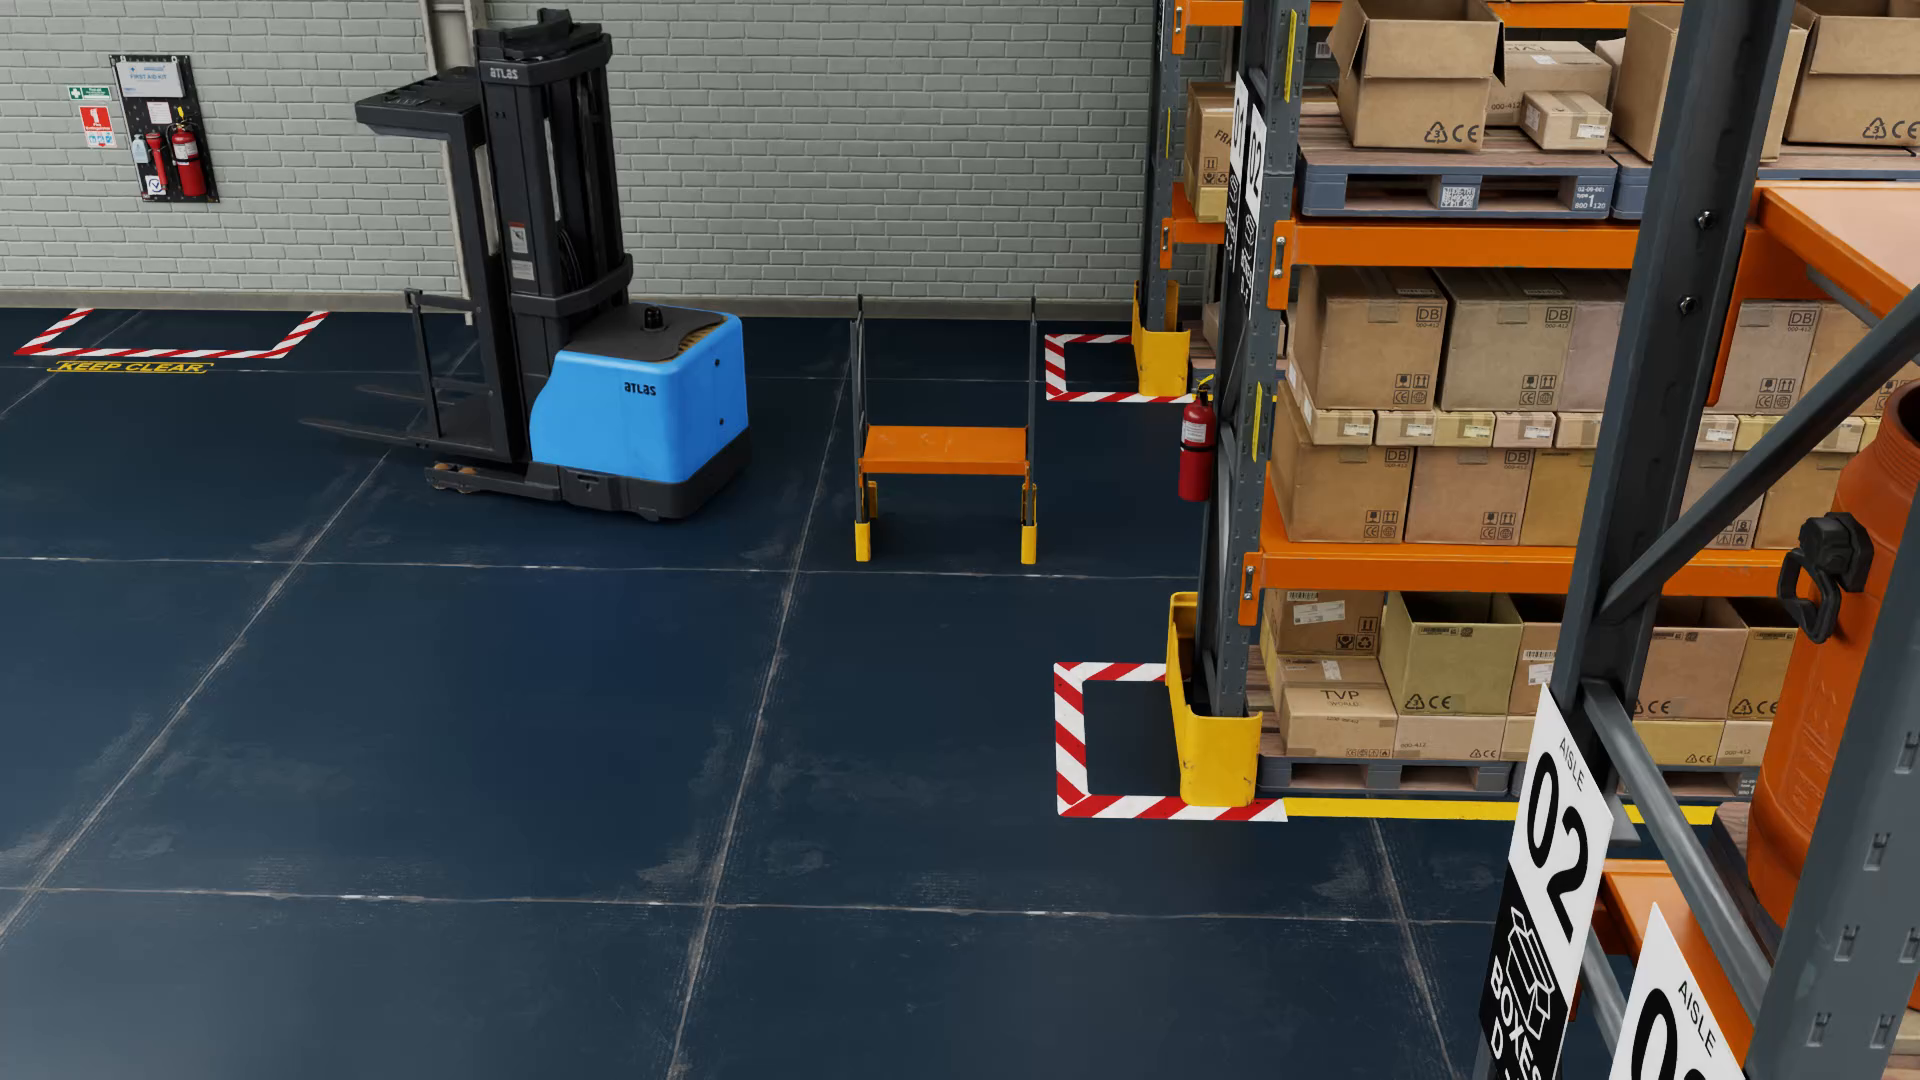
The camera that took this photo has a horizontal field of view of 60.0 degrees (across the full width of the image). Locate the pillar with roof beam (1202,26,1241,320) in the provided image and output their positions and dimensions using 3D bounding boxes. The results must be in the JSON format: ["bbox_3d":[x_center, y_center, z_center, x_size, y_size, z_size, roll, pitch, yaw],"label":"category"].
[{"bbox_3d":[2.019,-3.684,7.591,0.400,9.000,9.100,1,28,2],"label":"pillar with roof beam"}]

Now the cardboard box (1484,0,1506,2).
[{"bbox_3d":[3.357,-3.880,11.035,0.500,0.500,0.500,3,28,5],"label":"cardboard box"}]

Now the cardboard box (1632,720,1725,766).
[{"bbox_3d":[3.297,0.832,7.966,0.500,0.250,0.500,1,28,2],"label":"cardboard box"}]

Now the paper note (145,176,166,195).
[{"bbox_3d":[-6.468,-2.852,13.368,0.142,0.148,0.016,1,28,2],"label":"paper note"}]

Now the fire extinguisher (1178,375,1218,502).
[{"bbox_3d":[1.168,-0.521,8.114,0.183,0.674,0.296,1,28,2],"label":"fire extinguisher"}]

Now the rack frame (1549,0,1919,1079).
[{"bbox_3d":[1.091,-0.668,1.903,0.127,3.000,1.000,1,28,2],"label":"rack frame"}]

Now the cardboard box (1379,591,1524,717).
[{"bbox_3d":[2.298,0.482,7.825,0.500,0.500,0.500,1,28,2],"label":"cardboard box"}]

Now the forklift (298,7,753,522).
[{"bbox_3d":[-2.961,-1.817,10.548,3.031,2.935,1.130,9,29,17],"label":"forklift"}]

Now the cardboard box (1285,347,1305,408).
[{"bbox_3d":[1.658,-0.750,7.663,0.250,0.149,0.380,0,28,1],"label":"cardboard box"}]

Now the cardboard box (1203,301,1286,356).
[{"bbox_3d":[2.129,-1.608,12.481,0.500,0.311,0.500,-2,28,-4],"label":"cardboard box"}]

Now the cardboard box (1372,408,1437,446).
[{"bbox_3d":[1.918,-0.557,7.298,0.250,0.149,0.380,0,28,0],"label":"cardboard box"}]

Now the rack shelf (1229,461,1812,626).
[{"bbox_3d":[3.268,0.015,7.788,4.000,0.370,1.077,1,28,2],"label":"rack shelf"}]

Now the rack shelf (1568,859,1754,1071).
[{"bbox_3d":[3.090,1.008,2.712,4.000,0.370,1.077,1,28,2],"label":"rack shelf"}]

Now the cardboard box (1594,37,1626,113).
[{"bbox_3d":[2.986,-1.965,7.048,0.500,0.311,0.500,4,28,8],"label":"cardboard box"}]

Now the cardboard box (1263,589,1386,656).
[{"bbox_3d":[1.816,0.231,8.298,0.500,0.500,0.500,1,28,2],"label":"cardboard box"}]

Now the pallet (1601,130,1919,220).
[{"bbox_3d":[3.198,-1.580,6.919,1.213,0.211,1.003,1,28,2],"label":"pallet"}]

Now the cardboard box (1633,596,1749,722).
[{"bbox_3d":[3.297,0.501,7.789,0.500,0.500,0.500,1,28,2],"label":"cardboard box"}]

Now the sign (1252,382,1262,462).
[{"bbox_3d":[1.244,-0.494,6.970,0.005,0.325,0.100,1,28,2],"label":"sign"}]

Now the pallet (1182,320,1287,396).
[{"bbox_3d":[2.327,-1.392,12.650,1.213,0.211,1.003,1,28,2],"label":"pallet"}]

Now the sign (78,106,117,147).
[{"bbox_3d":[-6.843,-3.279,13.196,0.234,0.329,0.001,1,28,2],"label":"sign"}]

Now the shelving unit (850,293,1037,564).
[{"bbox_3d":[-0.076,-0.664,9.901,1.083,1.500,0.587,1,28,2],"label":"shelving unit"}]

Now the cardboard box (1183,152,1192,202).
[{"bbox_3d":[1.915,-2.681,12.243,0.500,0.250,0.500,1,28,3],"label":"cardboard box"}]

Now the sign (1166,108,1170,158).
[{"bbox_3d":[1.422,-2.783,11.374,0.005,0.325,0.100,1,28,2],"label":"sign"}]

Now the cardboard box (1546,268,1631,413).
[{"bbox_3d":[2.818,-0.925,7.300,0.500,0.500,0.700,1,28,2],"label":"cardboard box"}]

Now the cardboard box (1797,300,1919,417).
[{"bbox_3d":[3.818,-0.908,7.269,0.500,0.500,0.700,1,28,2],"label":"cardboard box"}]

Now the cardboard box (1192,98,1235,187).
[{"bbox_3d":[1.907,-2.780,11.630,0.500,0.500,0.500,1,28,2],"label":"cardboard box"}]

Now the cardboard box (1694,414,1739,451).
[{"bbox_3d":[3.190,-0.534,7.255,0.250,0.149,0.380,1,28,2],"label":"cardboard box"}]

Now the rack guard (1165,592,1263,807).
[{"bbox_3d":[1.246,0.768,8.268,0.348,0.500,1.175,1,28,2],"label":"rack guard"}]

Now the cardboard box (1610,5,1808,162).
[{"bbox_3d":[2.920,-1.798,6.531,0.500,0.500,0.500,1,28,2],"label":"cardboard box"}]

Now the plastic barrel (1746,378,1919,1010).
[{"bbox_3d":[1.581,0.230,2.504,0.708,0.830,0.600,1,28,2],"label":"plastic barrel"}]

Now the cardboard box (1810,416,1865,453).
[{"bbox_3d":[3.719,-0.527,7.242,0.250,0.149,0.380,2,28,3],"label":"cardboard box"}]

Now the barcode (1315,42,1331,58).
[{"bbox_3d":[1.588,-2.139,7.260,0.075,0.075,0.001,1,28,2],"label":"barcode"}]

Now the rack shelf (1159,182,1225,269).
[{"bbox_3d":[3.440,-2.304,12.162,4.000,0.370,1.077,1,28,2],"label":"rack shelf"}]

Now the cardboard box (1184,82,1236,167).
[{"bbox_3d":[1.919,-3.021,12.084,0.500,0.500,0.500,1,28,1],"label":"cardboard box"}]

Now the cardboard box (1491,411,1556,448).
[{"bbox_3d":[2.420,-0.547,7.279,0.250,0.149,0.380,1,28,1],"label":"cardboard box"}]

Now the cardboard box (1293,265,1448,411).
[{"bbox_3d":[1.789,-0.939,7.327,0.500,0.500,0.700,1,28,2],"label":"cardboard box"}]

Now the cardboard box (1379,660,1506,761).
[{"bbox_3d":[2.298,0.813,8.002,0.500,0.250,0.500,1,28,2],"label":"cardboard box"}]

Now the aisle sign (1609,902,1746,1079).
[{"bbox_3d":[1.009,0.970,2.443,0.004,0.787,0.394,1,28,2],"label":"aisle sign"}]

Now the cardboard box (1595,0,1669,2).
[{"bbox_3d":[4.420,-3.874,11.025,0.500,0.500,0.500,-1,28,-3],"label":"cardboard box"}]

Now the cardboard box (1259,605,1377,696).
[{"bbox_3d":[1.816,0.564,8.471,0.500,0.250,0.500,1,28,2],"label":"cardboard box"}]

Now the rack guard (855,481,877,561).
[{"bbox_3d":[-0.574,-0.120,10.209,0.087,0.250,0.587,1,28,2],"label":"rack guard"}]

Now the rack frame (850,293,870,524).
[{"bbox_3d":[-0.593,-0.672,9.917,0.032,1.500,0.500,1,28,2],"label":"rack frame"}]

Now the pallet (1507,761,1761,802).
[{"bbox_3d":[3.252,0.910,8.307,1.213,0.211,1.003,1,28,2],"label":"pallet"}]

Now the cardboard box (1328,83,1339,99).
[{"bbox_3d":[2.939,-3.001,12.047,0.500,0.500,0.500,0,28,0],"label":"cardboard box"}]

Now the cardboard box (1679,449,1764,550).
[{"bbox_3d":[3.283,-0.342,7.587,0.500,0.500,0.700,2,28,3],"label":"cardboard box"}]

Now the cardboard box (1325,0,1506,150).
[{"bbox_3d":[1.844,-1.943,6.802,0.637,0.503,0.797,3,28,5],"label":"cardboard box"}]

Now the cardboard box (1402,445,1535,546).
[{"bbox_3d":[2.261,-0.360,7.620,0.500,0.500,0.700,2,28,3],"label":"cardboard box"}]

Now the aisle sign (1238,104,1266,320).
[{"bbox_3d":[1.193,-1.343,6.804,0.004,0.787,0.394,1,28,2],"label":"aisle sign"}]

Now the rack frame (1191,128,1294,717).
[{"bbox_3d":[1.270,-0.336,7.682,0.127,3.000,1.000,1,28,2],"label":"rack frame"}]
